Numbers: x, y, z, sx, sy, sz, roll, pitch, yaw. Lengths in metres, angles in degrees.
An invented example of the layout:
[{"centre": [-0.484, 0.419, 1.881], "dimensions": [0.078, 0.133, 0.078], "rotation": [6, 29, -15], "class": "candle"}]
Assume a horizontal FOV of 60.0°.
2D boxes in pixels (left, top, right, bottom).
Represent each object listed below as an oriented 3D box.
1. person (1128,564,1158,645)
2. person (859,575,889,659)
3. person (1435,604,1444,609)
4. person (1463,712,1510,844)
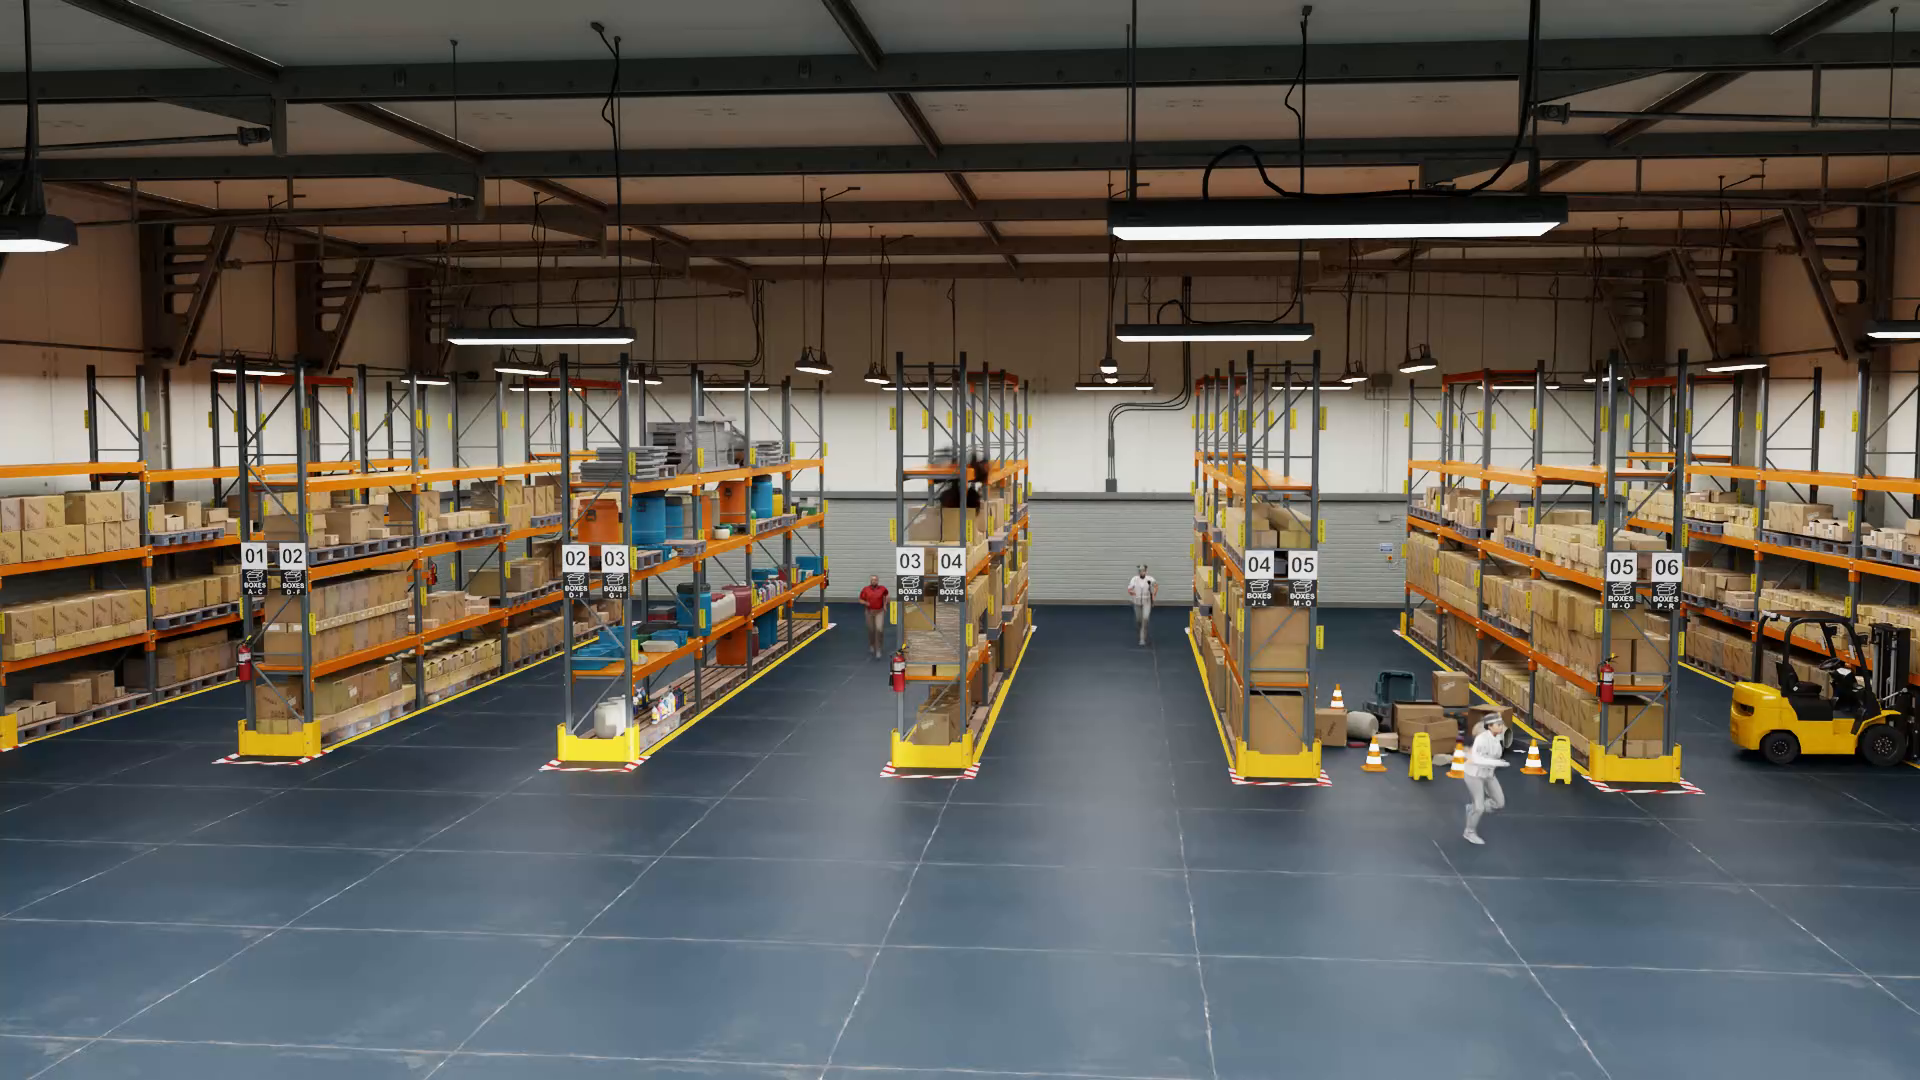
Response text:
[{"centre": [4.144, 1.450, 37.752], "dimensions": [0.664, 1.823, 0.969], "rotation": [1, 4, 14], "class": "person"}, {"centre": [-1.837, 1.617, 35.510], "dimensions": [0.608, 1.767, 0.909], "rotation": [0, 4, 2], "class": "person"}, {"centre": [11.678, 1.319, 40.094], "dimensions": [0.702, 1.482, 0.501], "rotation": [4, 6, 44], "class": "person"}, {"centre": [6.229, 2.814, 19.643], "dimensions": [0.597, 1.622, 0.660], "rotation": [-3, 5, -34], "class": "person"}]
